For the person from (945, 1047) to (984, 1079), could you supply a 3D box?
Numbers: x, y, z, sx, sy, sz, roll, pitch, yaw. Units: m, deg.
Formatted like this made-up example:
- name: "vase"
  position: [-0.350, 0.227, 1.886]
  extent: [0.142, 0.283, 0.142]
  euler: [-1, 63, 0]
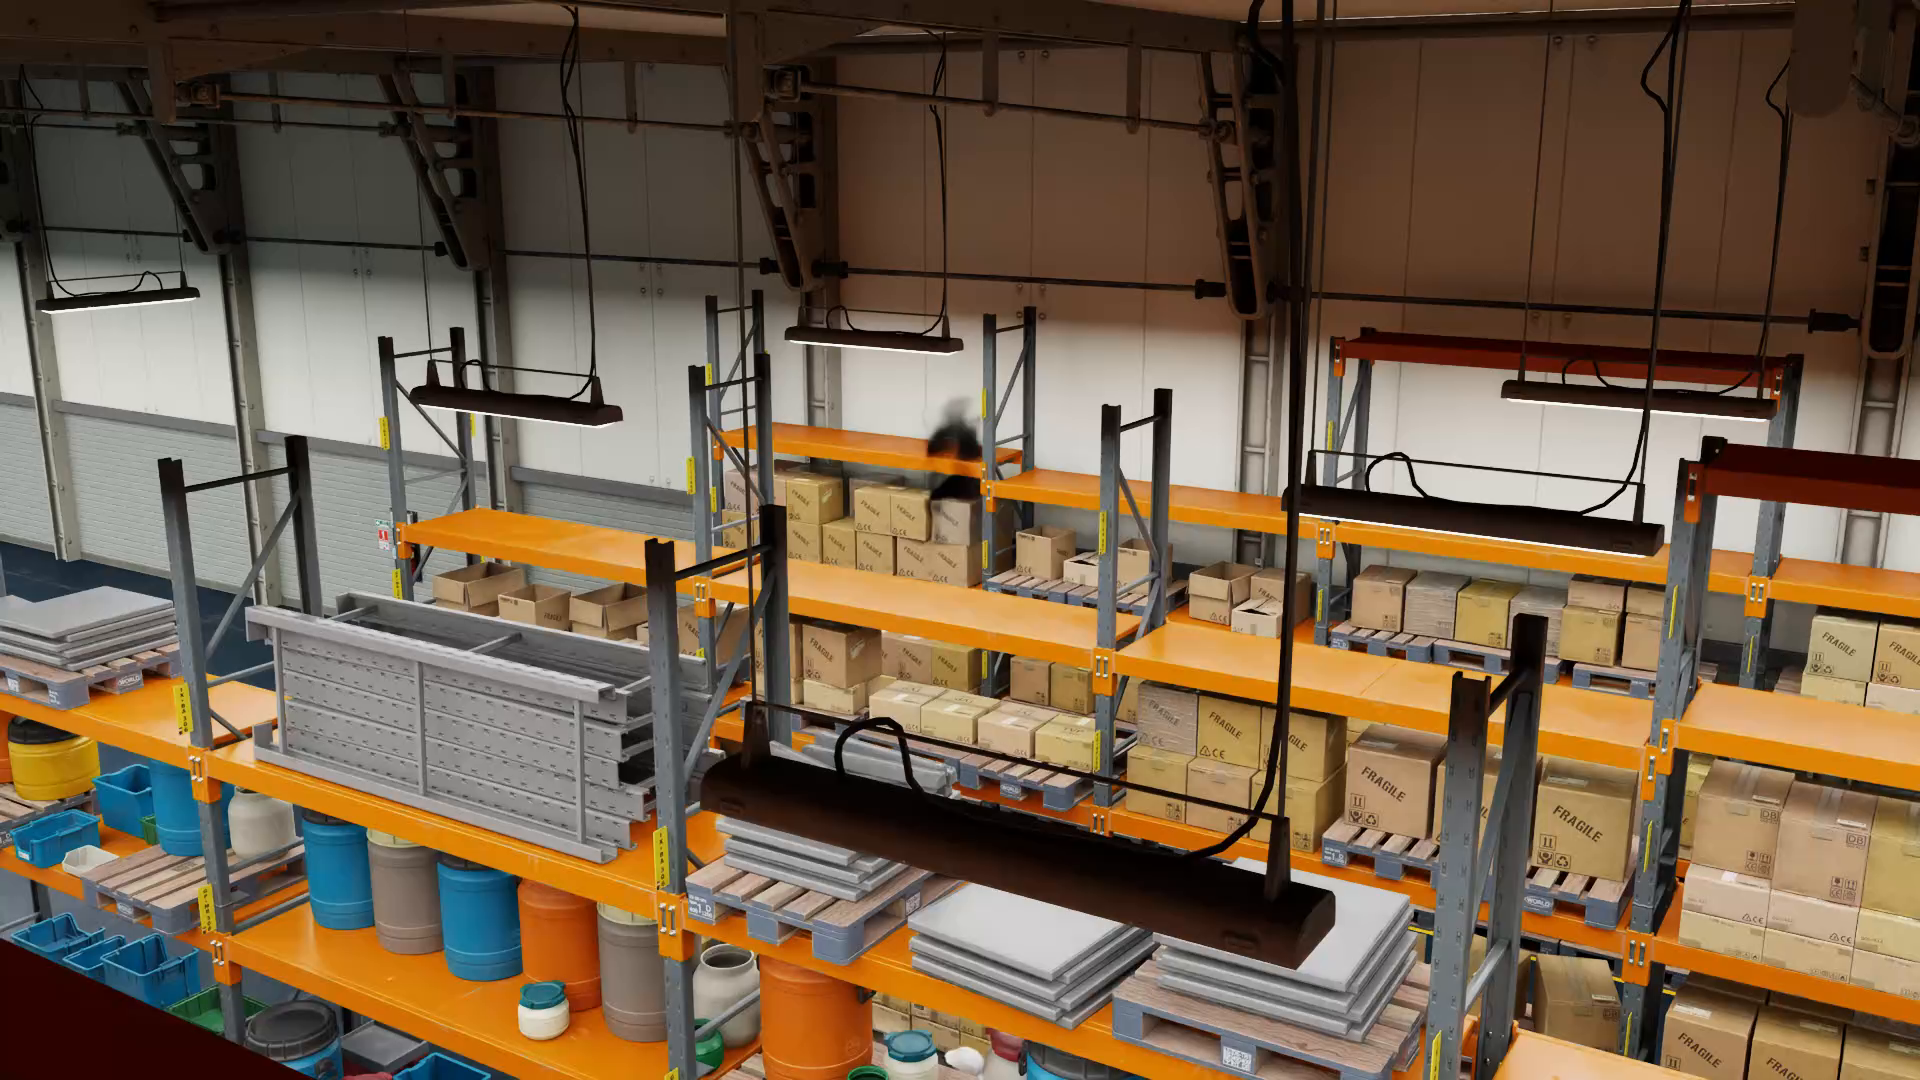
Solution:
- name: "person"
  position: [-0.013, 4.392, 11.854]
  extent: [0.537, 1.721, 0.674]
  euler: [8, 16, 29]
